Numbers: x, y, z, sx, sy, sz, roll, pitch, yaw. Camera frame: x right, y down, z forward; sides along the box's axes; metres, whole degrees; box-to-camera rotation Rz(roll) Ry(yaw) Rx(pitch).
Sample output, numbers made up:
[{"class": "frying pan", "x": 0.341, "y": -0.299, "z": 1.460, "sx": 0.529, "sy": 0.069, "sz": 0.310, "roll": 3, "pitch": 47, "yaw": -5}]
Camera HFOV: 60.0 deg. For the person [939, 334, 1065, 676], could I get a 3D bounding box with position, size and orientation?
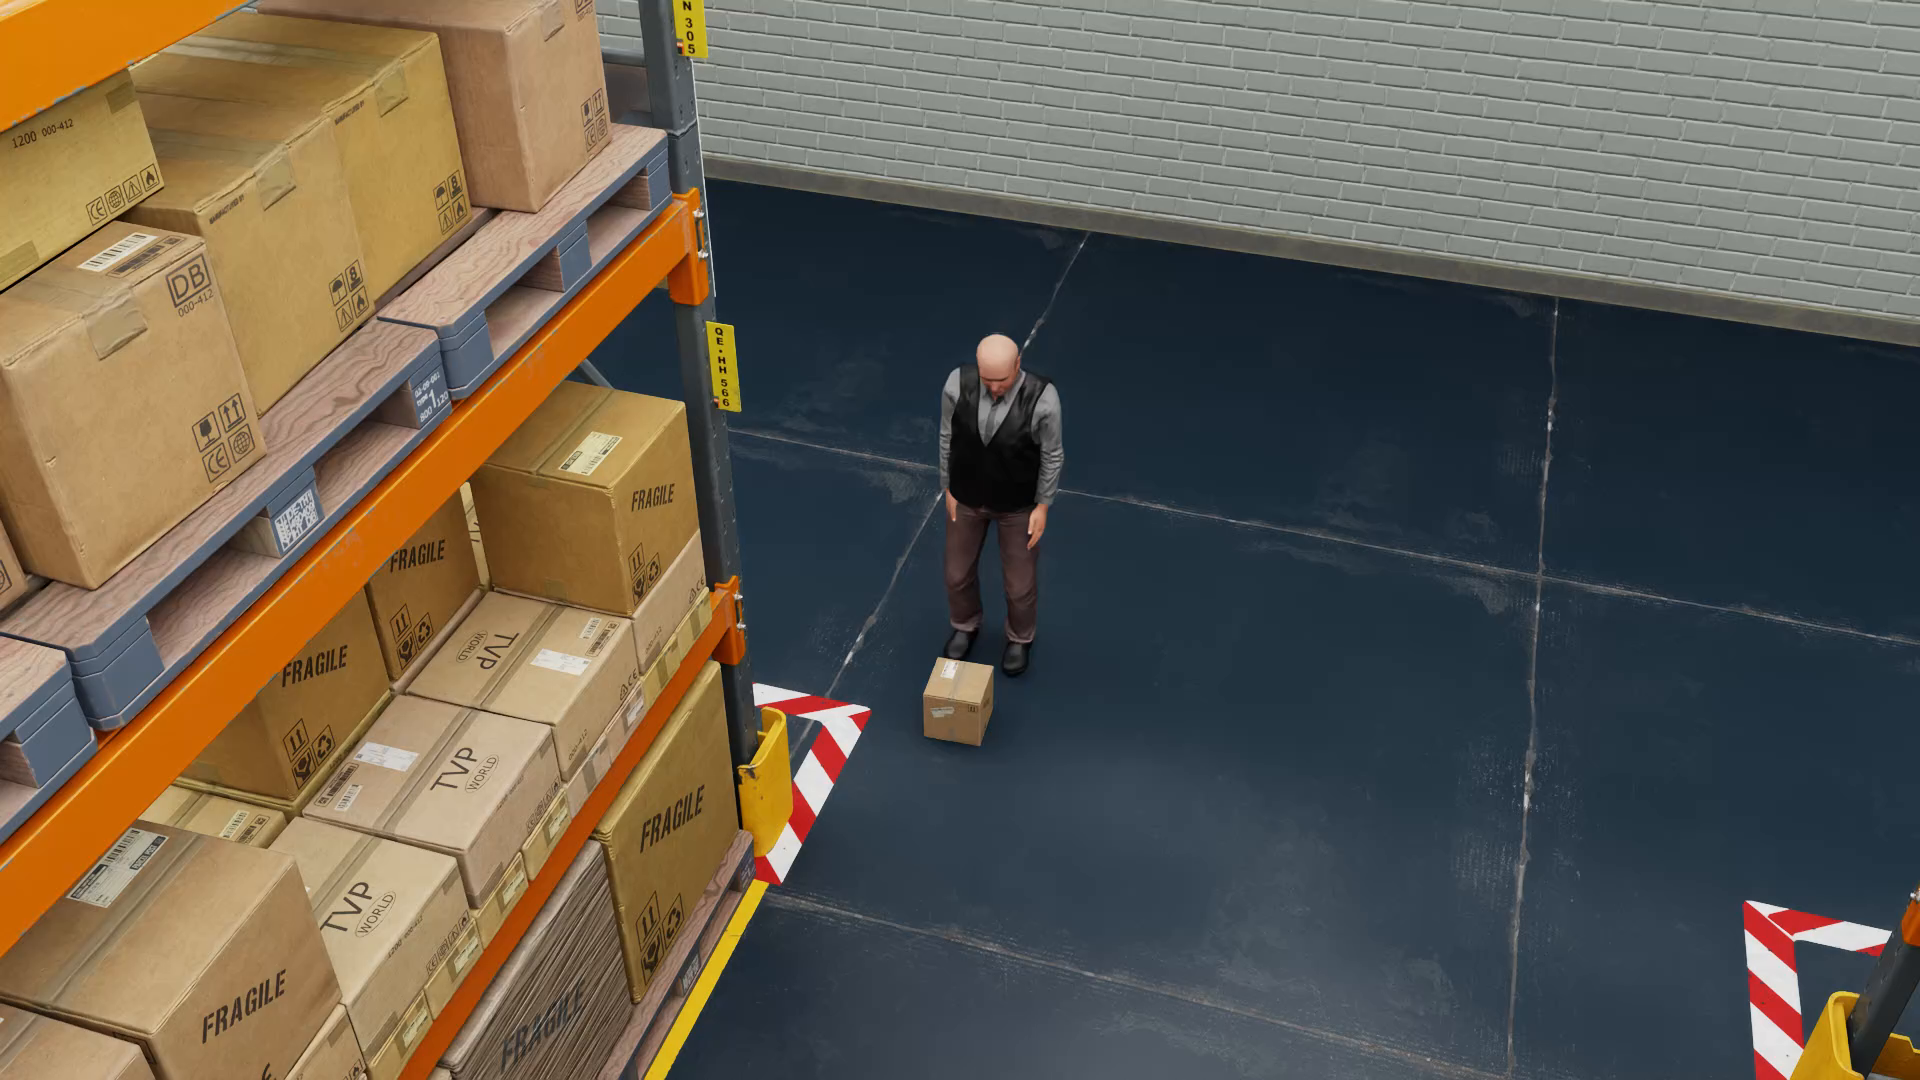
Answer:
[{"class": "person", "x": 0.173, "y": -0.170, "z": 7.172, "sx": 0.549, "sy": 1.692, "sz": 0.390, "roll": 12, "pitch": 38, "yaw": 15}]
